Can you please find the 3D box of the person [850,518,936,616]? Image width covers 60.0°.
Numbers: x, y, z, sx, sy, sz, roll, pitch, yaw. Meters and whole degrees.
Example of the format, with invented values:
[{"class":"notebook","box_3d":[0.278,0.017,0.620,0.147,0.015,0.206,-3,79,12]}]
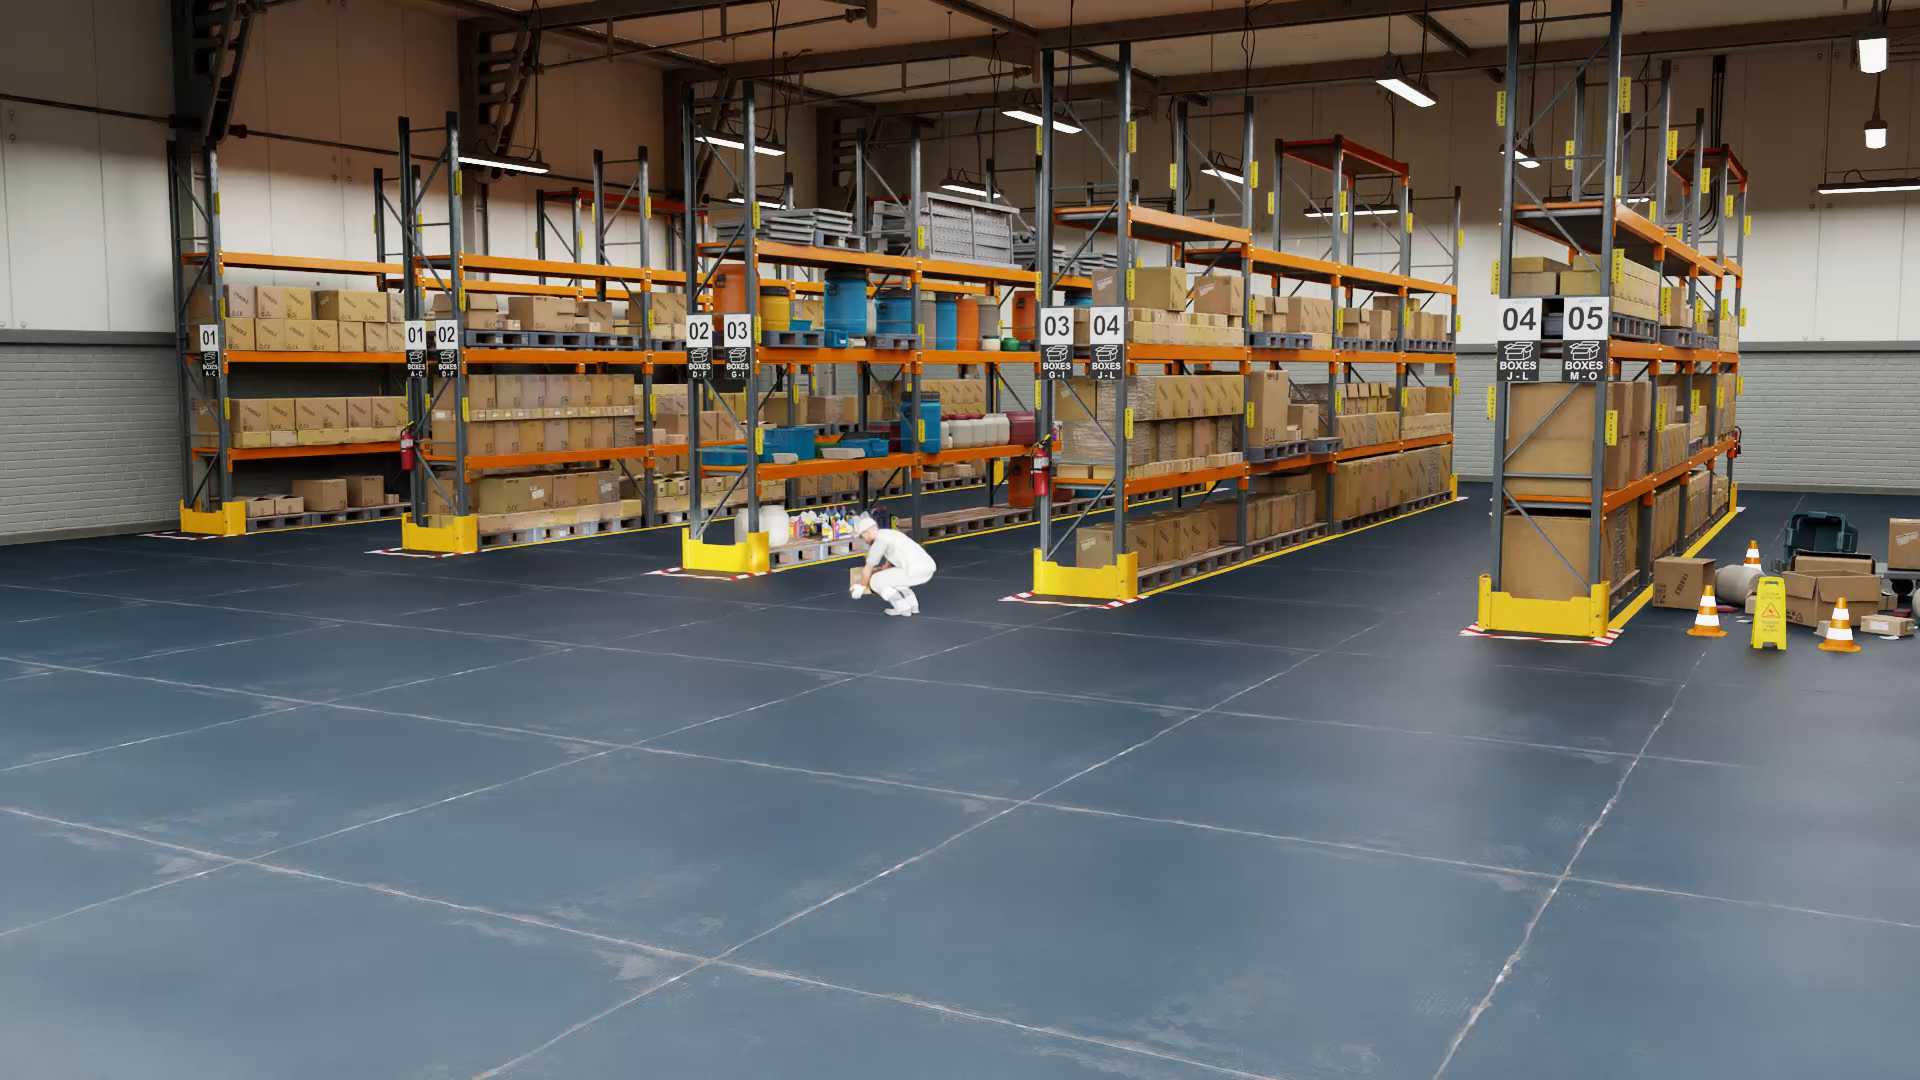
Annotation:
[{"class":"person","box_3d":[-0.697,0.273,17.238,0.876,0.991,0.566,3,7,29]}]
